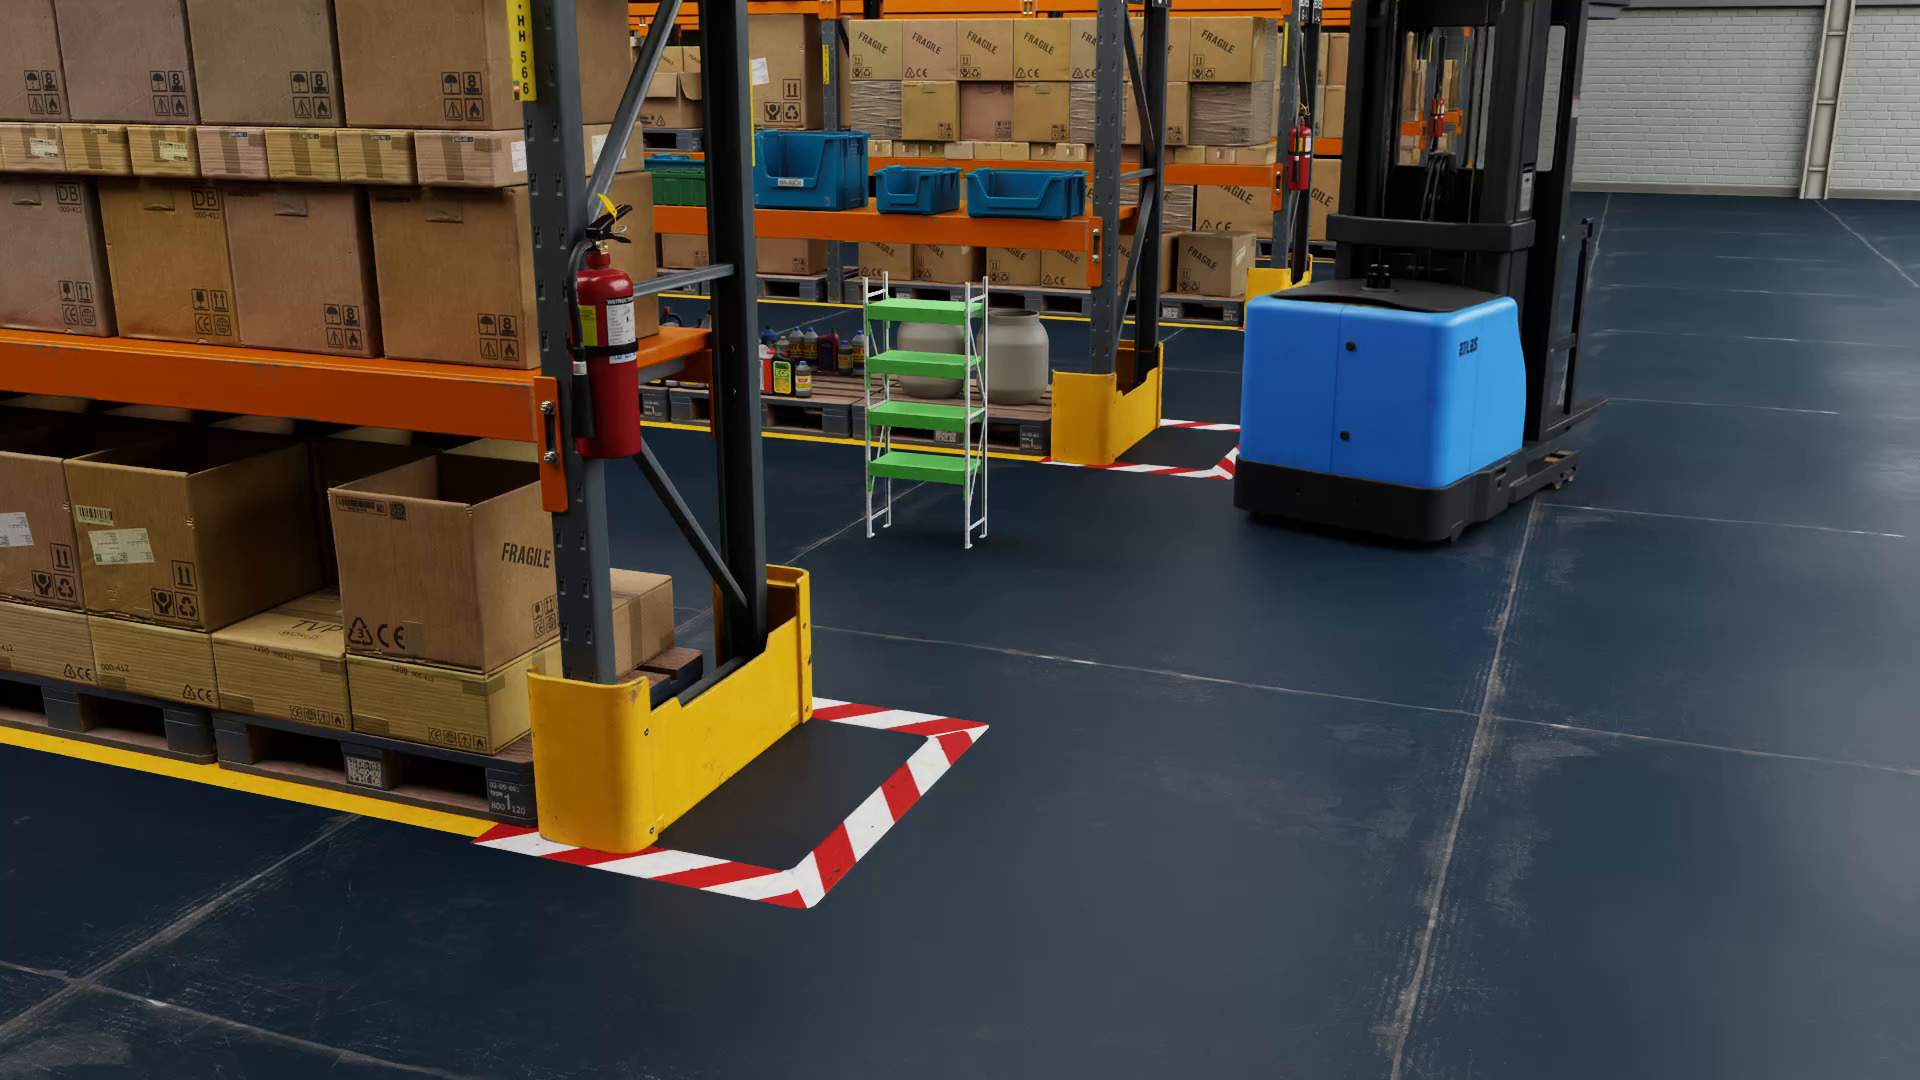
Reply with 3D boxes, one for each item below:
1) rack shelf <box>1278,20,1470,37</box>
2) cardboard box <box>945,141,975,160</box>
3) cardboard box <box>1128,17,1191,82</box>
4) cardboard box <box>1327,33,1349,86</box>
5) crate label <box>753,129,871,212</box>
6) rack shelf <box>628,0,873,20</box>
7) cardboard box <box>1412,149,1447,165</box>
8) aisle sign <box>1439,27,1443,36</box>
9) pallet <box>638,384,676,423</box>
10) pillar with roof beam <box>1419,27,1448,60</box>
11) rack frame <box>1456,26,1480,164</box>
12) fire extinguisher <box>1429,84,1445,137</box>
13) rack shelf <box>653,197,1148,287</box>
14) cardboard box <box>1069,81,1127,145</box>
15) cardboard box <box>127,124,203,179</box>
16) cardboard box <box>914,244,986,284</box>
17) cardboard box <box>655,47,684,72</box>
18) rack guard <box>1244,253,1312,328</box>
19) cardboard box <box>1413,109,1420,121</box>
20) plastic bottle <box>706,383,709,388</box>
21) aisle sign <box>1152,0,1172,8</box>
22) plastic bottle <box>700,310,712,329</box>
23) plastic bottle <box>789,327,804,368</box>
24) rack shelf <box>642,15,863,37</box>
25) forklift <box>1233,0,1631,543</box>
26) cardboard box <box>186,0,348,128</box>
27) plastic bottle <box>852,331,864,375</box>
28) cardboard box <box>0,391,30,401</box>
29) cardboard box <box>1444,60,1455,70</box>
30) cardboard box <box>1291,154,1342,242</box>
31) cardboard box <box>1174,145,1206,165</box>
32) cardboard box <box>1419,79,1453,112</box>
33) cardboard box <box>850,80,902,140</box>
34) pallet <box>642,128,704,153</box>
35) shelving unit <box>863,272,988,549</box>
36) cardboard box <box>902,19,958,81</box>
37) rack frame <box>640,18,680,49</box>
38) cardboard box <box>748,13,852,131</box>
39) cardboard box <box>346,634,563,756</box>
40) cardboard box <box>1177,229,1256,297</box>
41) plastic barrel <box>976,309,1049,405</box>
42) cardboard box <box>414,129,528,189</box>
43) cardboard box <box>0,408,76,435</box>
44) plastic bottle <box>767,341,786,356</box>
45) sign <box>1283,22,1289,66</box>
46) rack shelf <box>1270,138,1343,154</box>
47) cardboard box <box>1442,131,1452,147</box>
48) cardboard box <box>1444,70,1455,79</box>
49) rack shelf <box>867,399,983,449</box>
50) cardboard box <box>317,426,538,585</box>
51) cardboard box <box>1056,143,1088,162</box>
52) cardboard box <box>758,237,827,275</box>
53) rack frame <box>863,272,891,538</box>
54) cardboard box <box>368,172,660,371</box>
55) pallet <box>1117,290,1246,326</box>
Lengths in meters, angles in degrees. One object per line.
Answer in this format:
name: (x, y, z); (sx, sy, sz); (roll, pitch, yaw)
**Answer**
rack shelf: (6.355, -8.454, 27.325); (4.000, 0.370, 1.077); (6, 17, 21)
cardboard box: (0.054, -3.378, 14.381); (0.250, 0.149, 0.380); (6, 17, 21)
cardboard box: (1.692, -4.009, 13.598); (0.500, 0.500, 0.500); (6, 17, 21)
cardboard box: (4.344, -5.211, 18.038); (0.550, 0.550, 0.875); (6, 17, 21)
crate label: (-0.867, -2.147, 9.626); (0.616, 0.435, 0.502); (6, 17, 21)
rack shelf: (-2.820, -5.005, 15.445); (4.000, 0.370, 1.077); (6, 17, 21)
cardboard box: (7.648, -6.245, 27.085); (0.500, 0.250, 0.500); (6, 17, 20)
aisle sign: (6.349, -7.034, 21.859); (0.004, 0.787, 0.394); (6, 17, 21)
pallet: (-2.167, -1.003, 10.748); (1.213, 0.211, 1.003); (6, 17, 21)
pillar with roof beam: (6.319, -9.224, 23.306); (0.400, 9.000, 9.100); (6, 17, 21)
rack frame: (8.215, -7.155, 26.938); (0.127, 3.000, 1.000); (6, 17, 21)
fire extinguisher: (6.335, -5.698, 22.061); (0.183, 0.674, 0.296); (6, 17, 21)
rack shelf: (-0.916, -1.871, 10.029); (4.000, 0.370, 1.077); (6, 17, 21)
cardboard box: (1.301, -3.633, 14.096); (0.500, 0.500, 0.875); (6, 17, 21)
cardboard box: (-2.262, -1.183, 5.024); (0.250, 0.149, 0.380); (7, 18, 22)
cardboard box: (-0.067, -2.599, 14.977); (0.500, 0.500, 0.500); (13, 21, 38)
cardboard box: (-4.462, -7.503, 26.165); (0.500, 0.500, 0.500); (6, 17, 21)
rack guard: (2.691, -2.104, 14.024); (0.348, 0.500, 1.175); (6, 17, 21)
cardboard box: (6.158, -5.835, 22.842); (0.250, 0.149, 0.380); (6, 17, 21)
plastic bottle: (-1.434, -1.088, 10.005); (0.185, 0.351, 0.144); (7, 18, 23)
aisle sign: (1.119, -3.329, 9.098); (0.004, 0.787, 0.394); (6, 17, 21)
plastic bottle: (-1.593, -1.317, 10.791); (0.185, 0.351, 0.144); (6, 17, 20)
plastic bottle: (-1.040, -1.225, 10.616); (0.097, 0.271, 0.097); (0, 16, 0)
rack shelf: (-2.905, -7.985, 25.708); (4.000, 0.370, 1.077); (6, 17, 21)
forklift: (2.609, -1.744, 8.424); (1.130, 2.935, 3.031); (12, 20, 36)
cardboard box: (-1.847, -1.508, 4.980); (0.500, 0.500, 0.700); (6, 17, 19)
plastic bottle: (-0.628, -1.179, 10.460); (0.097, 0.271, 0.097); (0, 16, 0)
cardboard box: (-3.625, -0.333, 6.275); (0.500, 0.500, 0.500); (6, 17, 21)
cardboard box: (7.805, -7.639, 26.730); (0.250, 0.149, 0.380); (6, 17, 21)
cardboard box: (4.020, -3.806, 18.462); (0.875, 0.875, 0.875); (6, 17, 21)
cardboard box: (1.937, -3.190, 13.731); (0.250, 0.149, 0.380); (6, 17, 21)
cardboard box: (7.661, -7.185, 26.863); (0.500, 0.500, 0.500); (6, 17, 19)
cardboard box: (-0.564, -3.835, 14.789); (0.500, 0.500, 0.875); (6, 17, 21)
pallet: (-2.824, -3.831, 15.834); (1.213, 0.211, 1.003); (6, 17, 21)
shelving unit: (-0.154, -0.593, 7.565); (0.503, 1.200, 0.258); (6, 17, 21)
cardboard box: (-0.169, -4.214, 14.303); (0.500, 0.500, 0.500); (6, 17, 21)
rack frame: (-4.765, -7.094, 26.731); (0.127, 3.000, 1.000); (6, 17, 21)
cardboard box: (-1.647, -4.313, 15.321); (1.000, 1.000, 1.000); (6, 17, 21)
cardboard box: (-1.484, 0.413, 5.050); (0.500, 0.250, 0.500); (6, 17, 21)
cardboard box: (2.187, -2.366, 14.174); (0.500, 0.500, 0.500); (10, 19, 31)
plastic barrel: (0.304, -1.066, 9.676); (0.421, 0.512, 0.421); (0, 16, 0)
cardboard box: (-1.302, -1.077, 4.660); (0.250, 0.149, 0.380); (6, 17, 20)
cardboard box: (-3.351, -0.147, 5.635); (0.500, 0.500, 0.500); (6, 17, 21)
plastic bottle: (-1.111, -1.054, 10.006); (0.133, 0.283, 0.061); (6, 17, 21)
sign: (2.539, -3.863, 12.955); (0.005, 0.325, 0.100); (6, 17, 21)
rack shelf: (2.815, -4.432, 18.849); (4.000, 0.370, 1.077); (6, 17, 21)
cardboard box: (7.838, -6.614, 27.462); (0.500, 0.250, 0.500); (6, 17, 20)
cardboard box: (7.790, -7.477, 26.705); (0.250, 0.149, 0.380); (7, 17, 21)
rack shelf: (-0.154, -0.532, 7.583); (0.480, 0.148, 0.258); (6, 17, 21)
cardboard box: (-1.760, -0.132, 5.583); (0.500, 0.500, 0.500); (6, 17, 21)
cardboard box: (0.987, -3.278, 14.035); (0.250, 0.149, 0.380); (6, 17, 21)
cardboard box: (-1.523, -2.785, 15.581); (0.500, 0.500, 0.700); (5, 17, 16)
rack frame: (-0.381, -0.618, 7.651); (0.015, 1.200, 0.240); (6, 17, 21)
cardboard box: (-1.306, -0.827, 4.962); (0.500, 0.500, 0.700); (6, 17, 21)
pallet: (1.948, -2.058, 14.382); (1.213, 0.211, 1.003); (6, 17, 21)
